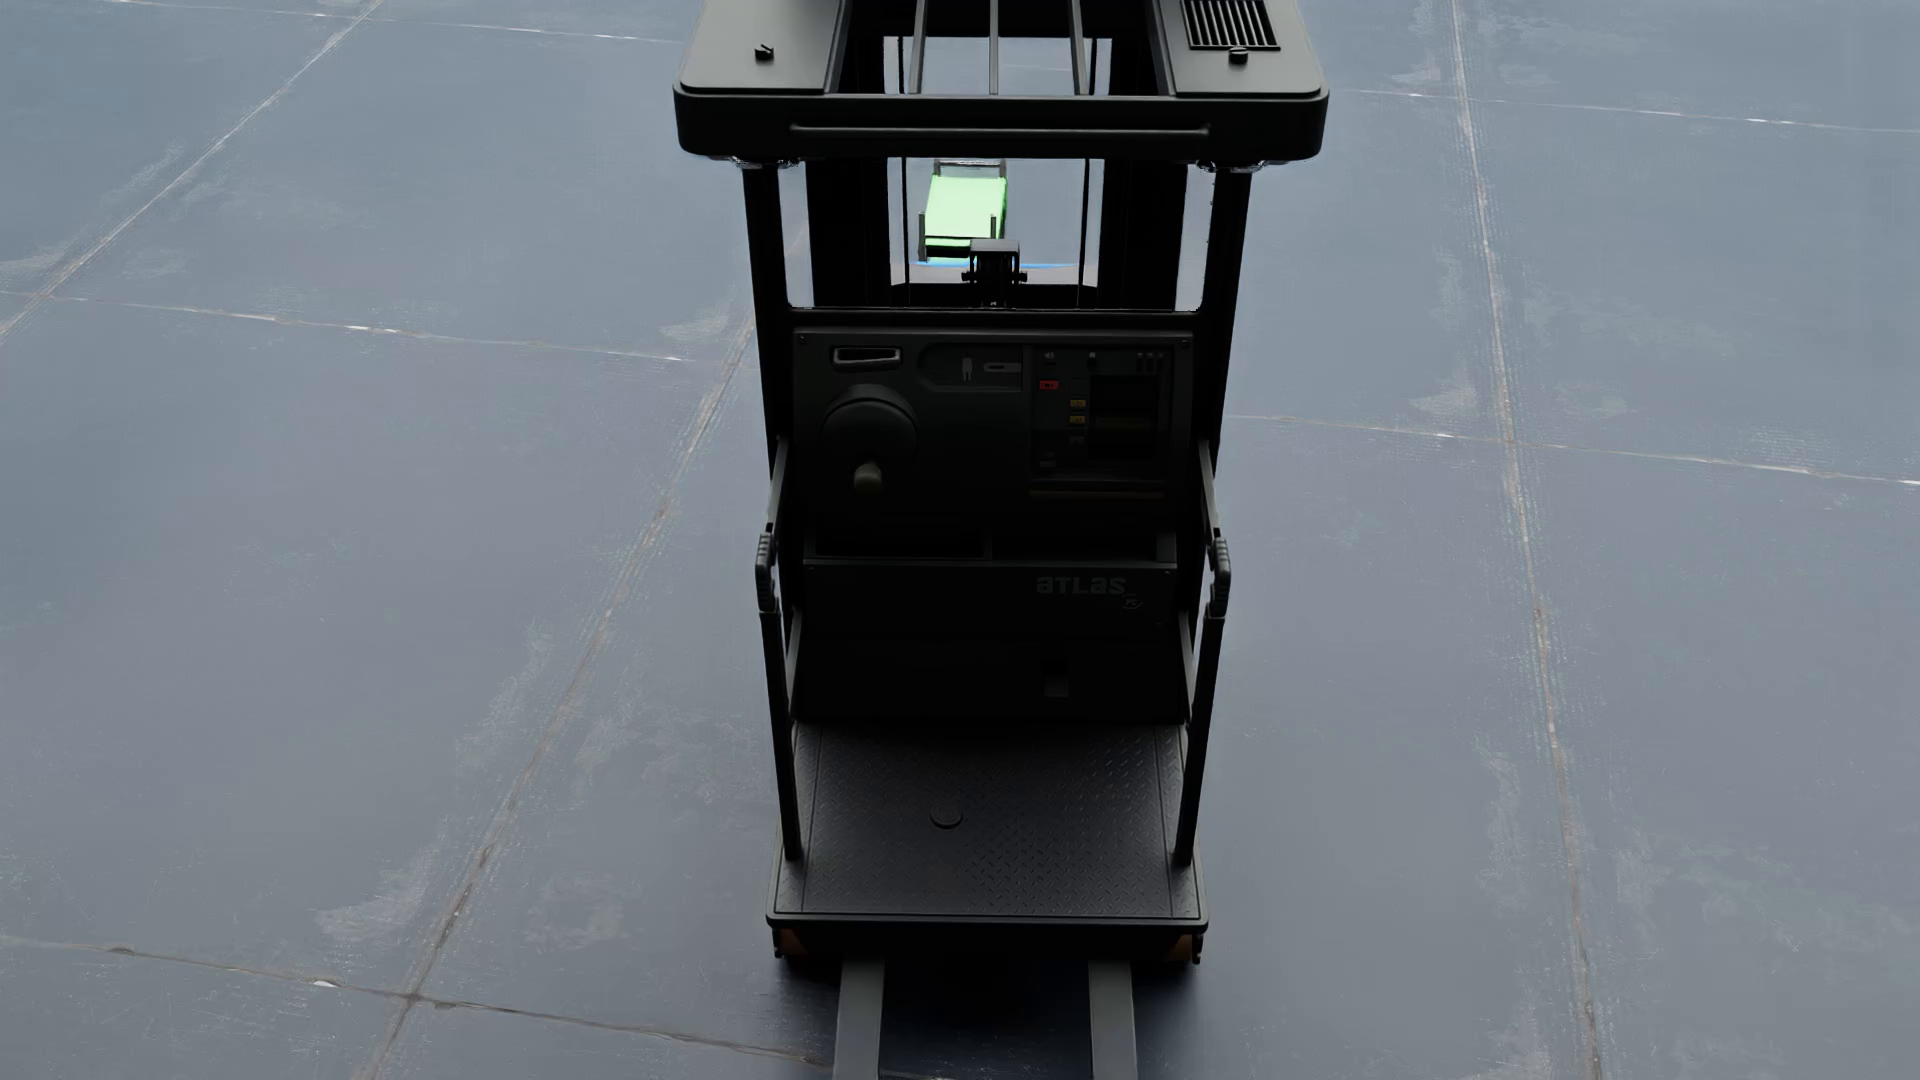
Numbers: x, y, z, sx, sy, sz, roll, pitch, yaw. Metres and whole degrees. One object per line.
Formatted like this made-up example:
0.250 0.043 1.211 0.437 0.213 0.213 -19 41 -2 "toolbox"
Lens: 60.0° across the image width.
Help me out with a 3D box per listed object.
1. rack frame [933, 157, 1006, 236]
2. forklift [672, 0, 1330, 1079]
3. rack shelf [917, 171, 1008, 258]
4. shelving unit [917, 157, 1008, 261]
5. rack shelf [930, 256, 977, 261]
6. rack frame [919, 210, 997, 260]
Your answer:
0.031 -0.847 5.833 0.240 1.200 0.015 3 40 3 "rack frame"
0.074 -0.223 3.720 1.130 2.935 3.031 1 40 1 "forklift"
0.012 -1.013 5.380 0.258 0.148 0.480 3 40 3 "rack shelf"
0.012 -0.692 5.645 0.258 1.200 0.503 3 40 3 "shelving unit"
0.012 -0.828 5.533 0.258 0.148 0.480 3 40 3 "rack shelf"
-0.006 -0.537 5.458 0.240 1.200 0.015 3 40 3 "rack frame"
